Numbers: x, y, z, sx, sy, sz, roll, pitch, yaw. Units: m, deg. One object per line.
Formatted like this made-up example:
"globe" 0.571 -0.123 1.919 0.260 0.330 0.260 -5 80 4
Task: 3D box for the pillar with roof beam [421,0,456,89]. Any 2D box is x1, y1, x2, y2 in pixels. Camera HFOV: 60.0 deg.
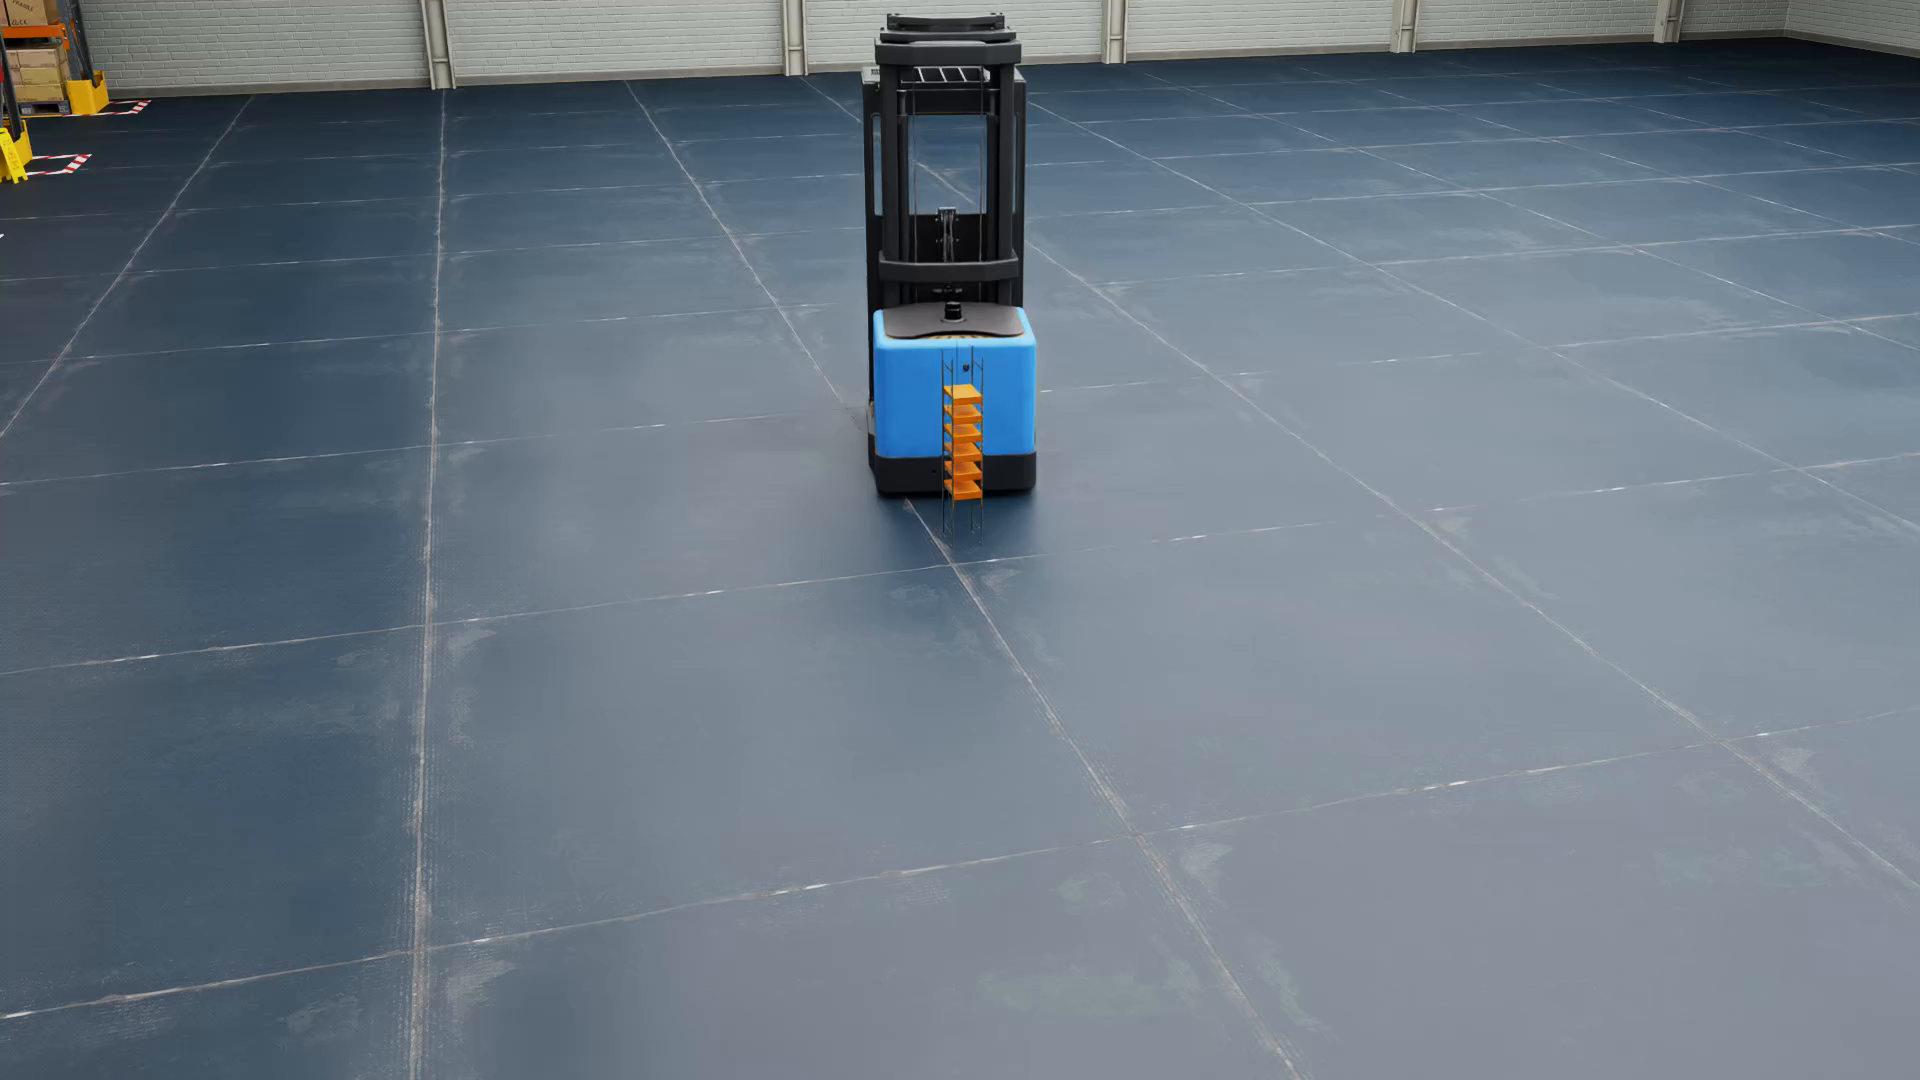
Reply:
"pillar with roof beam" -7.533 -10.125 22.435 0.400 9.000 9.100 -6 24 -14

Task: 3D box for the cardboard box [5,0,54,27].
"cardboard box" -13.962 -7.989 24.938 0.500 0.500 0.500 -7 24 -16

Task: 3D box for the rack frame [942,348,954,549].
"rack frame" -0.074 -0.543 9.994 0.006 1.200 0.240 -6 24 -14

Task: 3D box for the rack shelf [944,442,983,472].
"rack shelf" 0.014 -0.512 10.035 0.180 0.103 0.258 -6 24 -14

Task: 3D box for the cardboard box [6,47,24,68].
"cardboard box" -14.408 -7.260 25.053 0.500 0.250 0.500 -6 24 -13

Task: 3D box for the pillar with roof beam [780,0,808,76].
"pillar with roof beam" -1.756 -10.764 23.924 0.400 9.000 9.100 -6 24 -14

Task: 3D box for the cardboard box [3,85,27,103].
"cardboard box" -14.408 -6.805 25.261 0.500 0.250 0.500 -6 24 -14

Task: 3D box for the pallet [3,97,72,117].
"pallet" -14.284 -6.717 25.635 1.213 0.211 1.003 -6 24 -14

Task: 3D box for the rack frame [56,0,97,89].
"rack frame" -13.559 -8.095 25.313 0.127 3.000 1.000 -6 24 -14

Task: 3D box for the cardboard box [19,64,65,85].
"cardboard box" -13.943 -7.084 25.276 0.500 0.250 0.500 -7 24 -15

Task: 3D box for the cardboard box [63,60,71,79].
"cardboard box" -14.068 -7.283 25.740 0.500 0.250 0.500 -6 24 -13

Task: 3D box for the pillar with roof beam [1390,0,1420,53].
"pillar with roof beam" 9.798 -12.042 26.903 0.400 9.000 9.100 -6 24 -14

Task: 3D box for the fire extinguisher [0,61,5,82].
"fire extinguisher" -11.980 -6.013 20.557 0.183 0.674 0.296 -6 24 -14

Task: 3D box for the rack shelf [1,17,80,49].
"rack shelf" -15.485 -7.552 24.958 4.000 0.370 1.077 -6 24 -14

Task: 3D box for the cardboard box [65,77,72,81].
"cardboard box" -14.085 -7.047 25.823 0.500 0.250 0.500 -6 24 -14

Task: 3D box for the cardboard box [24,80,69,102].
"cardboard box" -13.926 -6.855 25.376 0.500 0.250 0.500 -6 24 -14

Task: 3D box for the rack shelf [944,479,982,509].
"rack shelf" 0.014 -0.292 10.129 0.180 0.103 0.258 -6 24 -14

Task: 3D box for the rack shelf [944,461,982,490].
"rack shelf" 0.014 -0.402 10.082 0.180 0.103 0.258 -6 24 -14

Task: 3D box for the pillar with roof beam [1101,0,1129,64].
"pillar with roof beam" 4.021 -11.403 25.413 0.400 9.000 9.100 -6 24 -14

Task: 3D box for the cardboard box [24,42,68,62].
"cardboard box" -14.073 -7.505 25.623 0.500 0.250 0.500 -7 24 -15

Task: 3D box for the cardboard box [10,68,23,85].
"cardboard box" -14.429 -7.035 25.161 0.500 0.250 0.500 -7 24 -15

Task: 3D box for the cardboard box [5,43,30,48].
"cardboard box" -14.553 -7.450 25.496 0.500 0.250 0.500 -6 24 -14

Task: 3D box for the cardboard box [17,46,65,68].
"cardboard box" -13.918 -7.317 25.185 0.500 0.250 0.500 -5 24 -13

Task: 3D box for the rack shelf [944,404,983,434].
"rack shelf" 0.014 -0.733 9.940 0.180 0.103 0.258 -6 24 -14

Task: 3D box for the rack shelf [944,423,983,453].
"rack shelf" 0.014 -0.622 9.987 0.180 0.103 0.258 -6 24 -14

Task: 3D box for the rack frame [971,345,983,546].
"rack frame" 0.102 -0.563 10.040 0.006 1.200 0.240 -6 24 -14

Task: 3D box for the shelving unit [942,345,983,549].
"shelving unit" 0.014 -0.553 10.017 0.189 1.200 0.258 -6 24 -14

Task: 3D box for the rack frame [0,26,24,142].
"rack frame" -12.215 -6.211 20.922 0.127 3.000 1.000 -6 24 -14

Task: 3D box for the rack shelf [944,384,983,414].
"rack shelf" 0.014 -0.843 9.893 0.180 0.103 0.258 -6 24 -14

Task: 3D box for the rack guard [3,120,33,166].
"rack guard" -12.288 -5.054 21.396 0.348 0.500 1.175 -6 24 -14

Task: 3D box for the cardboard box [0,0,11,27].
"cardboard box" -14.464 -7.937 24.818 0.500 0.500 0.500 -6 24 -13

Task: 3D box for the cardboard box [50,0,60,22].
"cardboard box" -14.111 -8.194 25.416 0.500 0.500 0.500 -6 24 -13

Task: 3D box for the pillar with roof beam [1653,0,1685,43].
"pillar with roof beam" 15.575 -12.681 28.392 0.400 9.000 9.100 -6 24 -14

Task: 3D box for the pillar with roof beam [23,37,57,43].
"pillar with roof beam" -13.310 -9.486 20.945 0.400 9.000 9.100 -6 24 -14

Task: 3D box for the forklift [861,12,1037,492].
"forklift" -0.121 -2.196 11.650 1.130 2.935 3.031 -2 23 -4

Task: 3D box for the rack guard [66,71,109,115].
"rack guard" -13.536 -6.949 25.811 0.348 0.500 1.175 -6 24 -14

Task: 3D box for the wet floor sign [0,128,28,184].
"wet floor sign" -11.743 -4.743 20.486 0.232 0.644 0.267 2 23 4
